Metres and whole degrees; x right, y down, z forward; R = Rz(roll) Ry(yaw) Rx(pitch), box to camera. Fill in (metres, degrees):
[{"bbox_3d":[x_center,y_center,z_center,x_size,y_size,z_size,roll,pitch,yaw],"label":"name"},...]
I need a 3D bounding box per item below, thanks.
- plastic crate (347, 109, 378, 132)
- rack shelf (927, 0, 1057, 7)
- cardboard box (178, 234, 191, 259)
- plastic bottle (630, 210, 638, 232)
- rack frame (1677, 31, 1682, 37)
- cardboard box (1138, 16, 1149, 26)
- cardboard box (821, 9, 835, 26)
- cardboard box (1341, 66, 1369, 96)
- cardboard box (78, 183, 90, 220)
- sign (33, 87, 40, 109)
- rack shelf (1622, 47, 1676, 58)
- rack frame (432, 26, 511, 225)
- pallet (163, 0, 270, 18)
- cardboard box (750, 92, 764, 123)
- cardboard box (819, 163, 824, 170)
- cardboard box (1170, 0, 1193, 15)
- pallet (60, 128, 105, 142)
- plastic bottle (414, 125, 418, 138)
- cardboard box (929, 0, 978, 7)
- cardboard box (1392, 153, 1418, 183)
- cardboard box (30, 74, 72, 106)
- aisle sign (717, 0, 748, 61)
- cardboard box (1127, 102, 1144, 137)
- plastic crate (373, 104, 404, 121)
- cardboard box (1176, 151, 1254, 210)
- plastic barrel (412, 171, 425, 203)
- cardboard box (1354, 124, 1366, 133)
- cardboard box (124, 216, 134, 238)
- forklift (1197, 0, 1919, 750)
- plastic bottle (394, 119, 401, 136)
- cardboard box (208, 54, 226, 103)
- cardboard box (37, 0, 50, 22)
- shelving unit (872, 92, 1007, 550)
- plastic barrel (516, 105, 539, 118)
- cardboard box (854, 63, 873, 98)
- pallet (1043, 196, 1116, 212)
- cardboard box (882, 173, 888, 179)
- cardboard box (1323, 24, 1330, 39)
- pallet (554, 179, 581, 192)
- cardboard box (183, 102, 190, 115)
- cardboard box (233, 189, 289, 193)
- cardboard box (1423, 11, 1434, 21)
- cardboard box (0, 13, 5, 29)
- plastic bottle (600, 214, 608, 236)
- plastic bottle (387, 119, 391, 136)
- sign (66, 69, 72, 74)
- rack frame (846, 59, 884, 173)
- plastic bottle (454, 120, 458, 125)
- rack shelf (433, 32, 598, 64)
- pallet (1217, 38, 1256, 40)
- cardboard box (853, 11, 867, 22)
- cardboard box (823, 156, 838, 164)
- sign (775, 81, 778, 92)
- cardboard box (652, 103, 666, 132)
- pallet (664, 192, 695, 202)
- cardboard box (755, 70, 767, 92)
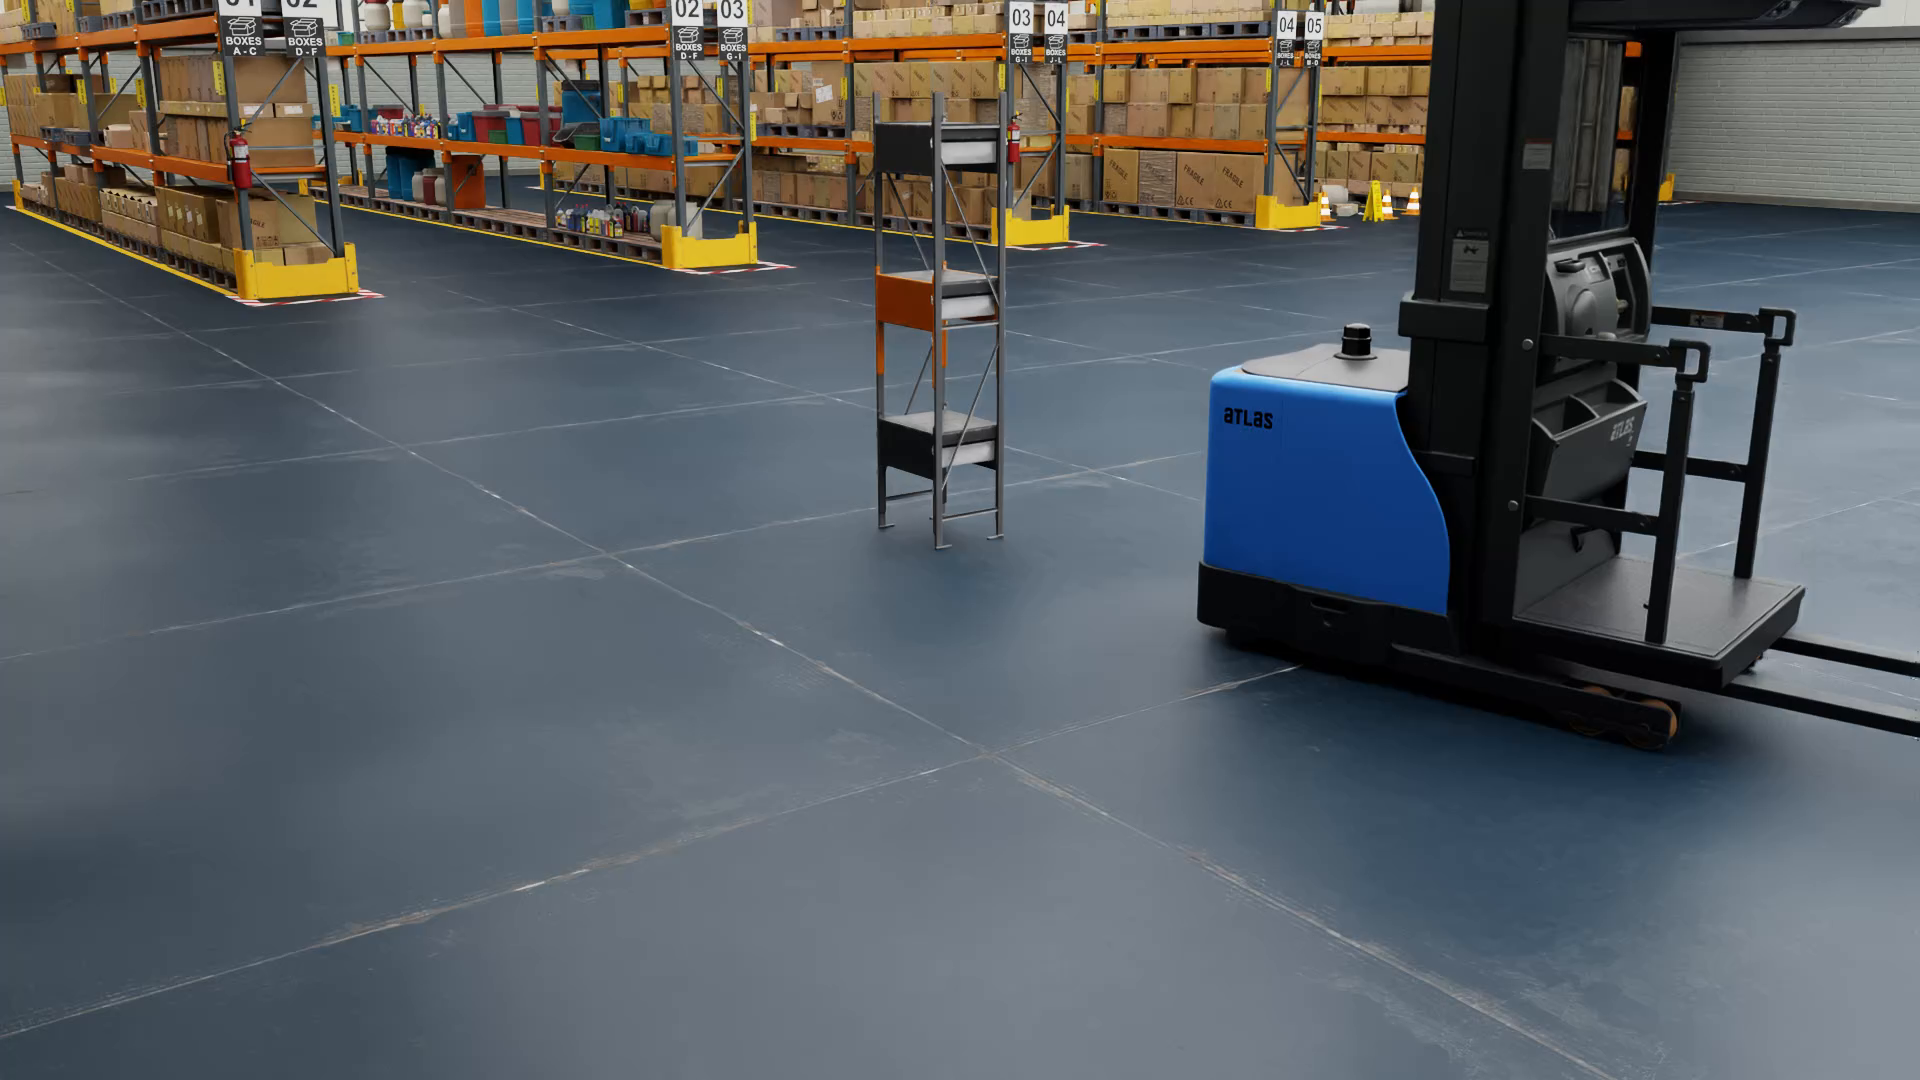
[{"bbox_3d":[-10.586,-7.446,29.517,0.392,0.384,0.575,-11,19,-35],"label":"plastic crate"},{"bbox_3d":[0.811,-12.466,38.697,1.077,0.370,4.000,-11,19,-35],"label":"rack shelf"},{"bbox_3d":[-8.734,-3.417,19.292,0.500,0.250,0.500,-11,19,-35],"label":"cardboard box"},{"bbox_3d":[-4.411,-4.317,22.480,0.061,0.283,0.133,-11,19,-35],"label":"plastic bottle"},{"bbox_3d":[13.055,-10.788,30.444,1.000,3.000,0.127,-11,19,-35],"label":"rack frame"},{"bbox_3d":[3.132,-8.471,27.153,0.380,0.149,0.250,-11,19,-35],"label":"cardboard box"},{"bbox_3d":[-1.959,-8.209,26.162,0.396,0.266,0.258,-10,18,-33],"label":"cardboard box"},{"bbox_3d":[7.330,-8.299,30.071,0.700,0.500,0.500,-11,19,-36],"label":"cardboard box"},{"bbox_3d":[-12.736,-5.036,24.697,0.500,0.500,0.500,-12,19,-37],"label":"cardboard box"},{"bbox_3d":[-14.479,-6.942,26.118,0.100,0.325,0.005,-11,19,-35],"label":"sign"},{"bbox_3d":[11.879,-9.421,32.496,1.077,0.370,4.000,-11,19,-35],"label":"rack shelf"},{"bbox_3d":[-7.684,-6.524,26.231,1.000,3.000,0.127,-11,19,-35],"label":"rack frame"},{"bbox_3d":[-8.105,-5.868,18.318,1.003,0.211,1.213,-11,19,-35],"label":"pallet"},{"bbox_3d":[-3.327,-7.435,28.573,0.500,0.500,0.500,-14,21,-41],"label":"cardboard box"},{"bbox_3d":[-2.809,-8.063,35.896,0.380,0.149,0.250,-11,19,-34],"label":"cardboard box"},{"bbox_3d":[3.700,-8.485,26.448,0.500,0.250,0.500,-11,19,-34],"label":"cardboard box"},{"bbox_3d":[-12.840,-6.078,24.965,1.003,0.211,1.213,-11,19,-35],"label":"pallet"},{"bbox_3d":[-8.856,-6.671,27.143,0.097,0.201,0.097,0,15,0],"label":"plastic bottle"},{"bbox_3d":[-0.090,-7.756,23.350,0.500,0.500,0.500,-11,19,-35],"label":"cardboard box"},{"bbox_3d":[8.051,-6.602,29.509,0.500,0.500,0.500,-10,18,-33],"label":"cardboard box"},{"bbox_3d":[-14.551,-7.209,26.648,0.500,0.500,0.500,-11,19,-34],"label":"cardboard box"},{"bbox_3d":[-2.701,-6.100,19.756,0.394,0.787,0.004,-11,19,-35],"label":"aisle sign"},{"bbox_3d":[3.314,-7.069,27.936,0.875,0.550,0.550,-11,19,-35],"label":"cardboard box"},{"bbox_3d":[-10.358,-7.668,30.174,0.402,0.464,0.583,-11,19,-35],"label":"plastic crate"},{"bbox_3d":[4.127,-5.833,26.934,0.875,0.875,0.875,-11,19,-35],"label":"cardboard box"},{"bbox_3d":[-9.053,-5.976,28.147,0.421,0.512,0.421,0,15,0],"label":"plastic barrel"},{"bbox_3d":[7.361,-7.464,30.141,0.380,0.149,0.250,-11,19,-34],"label":"cardboard box"},{"bbox_3d":[-10.714,-4.148,21.963,0.500,0.250,0.500,-10,18,-33],"label":"cardboard box"},{"bbox_3d":[2.403,-0.874,5.716,3.031,2.935,1.130,12,20,38],"label":"forklift"},{"bbox_3d":[-9.391,-6.913,27.888,0.152,0.276,0.135,-11,19,-35],"label":"plastic bottle"},{"bbox_3d":[-7.598,-4.946,17.819,0.700,0.500,0.500,-11,19,-36],"label":"cardboard box"},{"bbox_3d":[-13.808,-8.237,25.633,0.600,0.600,0.600,-13,20,-40],"label":"cardboard box"},{"bbox_3d":[-0.097,-1.048,7.928,0.431,2.100,0.503,-11,19,-35],"label":"shelving unit"},{"bbox_3d":[-6.403,-6.223,24.873,0.433,0.535,0.433,0,15,0],"label":"plastic barrel"},{"bbox_3d":[-1.266,-6.977,25.239,0.500,0.500,0.500,-11,19,-35],"label":"cardboard box"},{"bbox_3d":[2.231,-5.995,29.581,1.003,0.211,1.213,-11,19,-35],"label":"pallet"},{"bbox_3d":[-1.425,-7.581,34.031,0.500,0.500,0.500,-10,18,-32],"label":"cardboard box"},{"bbox_3d":[6.728,-9.358,30.625,0.500,0.250,0.500,-11,19,-36],"label":"cardboard box"},{"bbox_3d":[-7.848,-7.498,35.070,1.003,0.211,1.213,-11,19,-35],"label":"pallet"},{"bbox_3d":[-8.578,-4.901,18.883,0.380,0.149,0.250,-12,19,-36],"label":"cardboard box"},{"bbox_3d":[-8.004,-3.756,19.108,0.500,0.500,0.500,-11,19,-35],"label":"cardboard box"},{"bbox_3d":[8.212,-9.034,28.686,0.380,0.149,0.250,-11,19,-34],"label":"cardboard box"},{"bbox_3d":[-16.017,-8.822,28.282,0.500,0.250,0.500,-11,19,-35],"label":"cardboard box"},{"bbox_3d":[-4.622,-4.126,21.796,0.152,0.276,0.135,-11,19,-36],"label":"plastic bottle"},{"bbox_3d":[-9.643,-6.988,28.146,0.061,0.283,0.133,-11,19,-35],"label":"plastic bottle"},{"bbox_3d":[-15.936,-8.257,29.771,0.100,0.325,0.005,-11,19,-35],"label":"sign"},{"bbox_3d":[-1.958,-8.895,34.895,1.000,3.000,0.127,-11,19,-35],"label":"rack frame"},{"bbox_3d":[-8.402,-6.880,27.776,0.097,0.271,0.097,0,15,0],"label":"plastic bottle"},{"bbox_3d":[-6.508,-7.197,24.370,1.077,0.370,4.000,-11,19,-35],"label":"rack shelf"},{"bbox_3d":[5.801,-9.703,32.518,1.213,0.211,1.003,-11,19,-35],"label":"pallet"},{"bbox_3d":[-1.384,-7.888,25.062,0.380,0.149,0.250,-12,19,-36],"label":"cardboard box"},{"bbox_3d":[-2.712,-8.146,35.634,0.380,0.149,0.250,-11,19,-35],"label":"cardboard box"},{"bbox_3d":[-3.244,-7.899,29.213,0.100,0.325,0.005,-11,19,-35],"label":"sign"},{"bbox_3d":[-5.371,-7.844,30.864,0.500,0.500,0.500,-11,19,-36],"label":"cardboard box"},{"bbox_3d":[-4.793,-6.388,31.017,1.003,0.211,1.213,-11,19,-35],"label":"pallet"},{"bbox_3d":[-4.260,-10.286,37.330,0.500,0.500,0.500,-11,19,-35],"label":"cardboard box"}]
